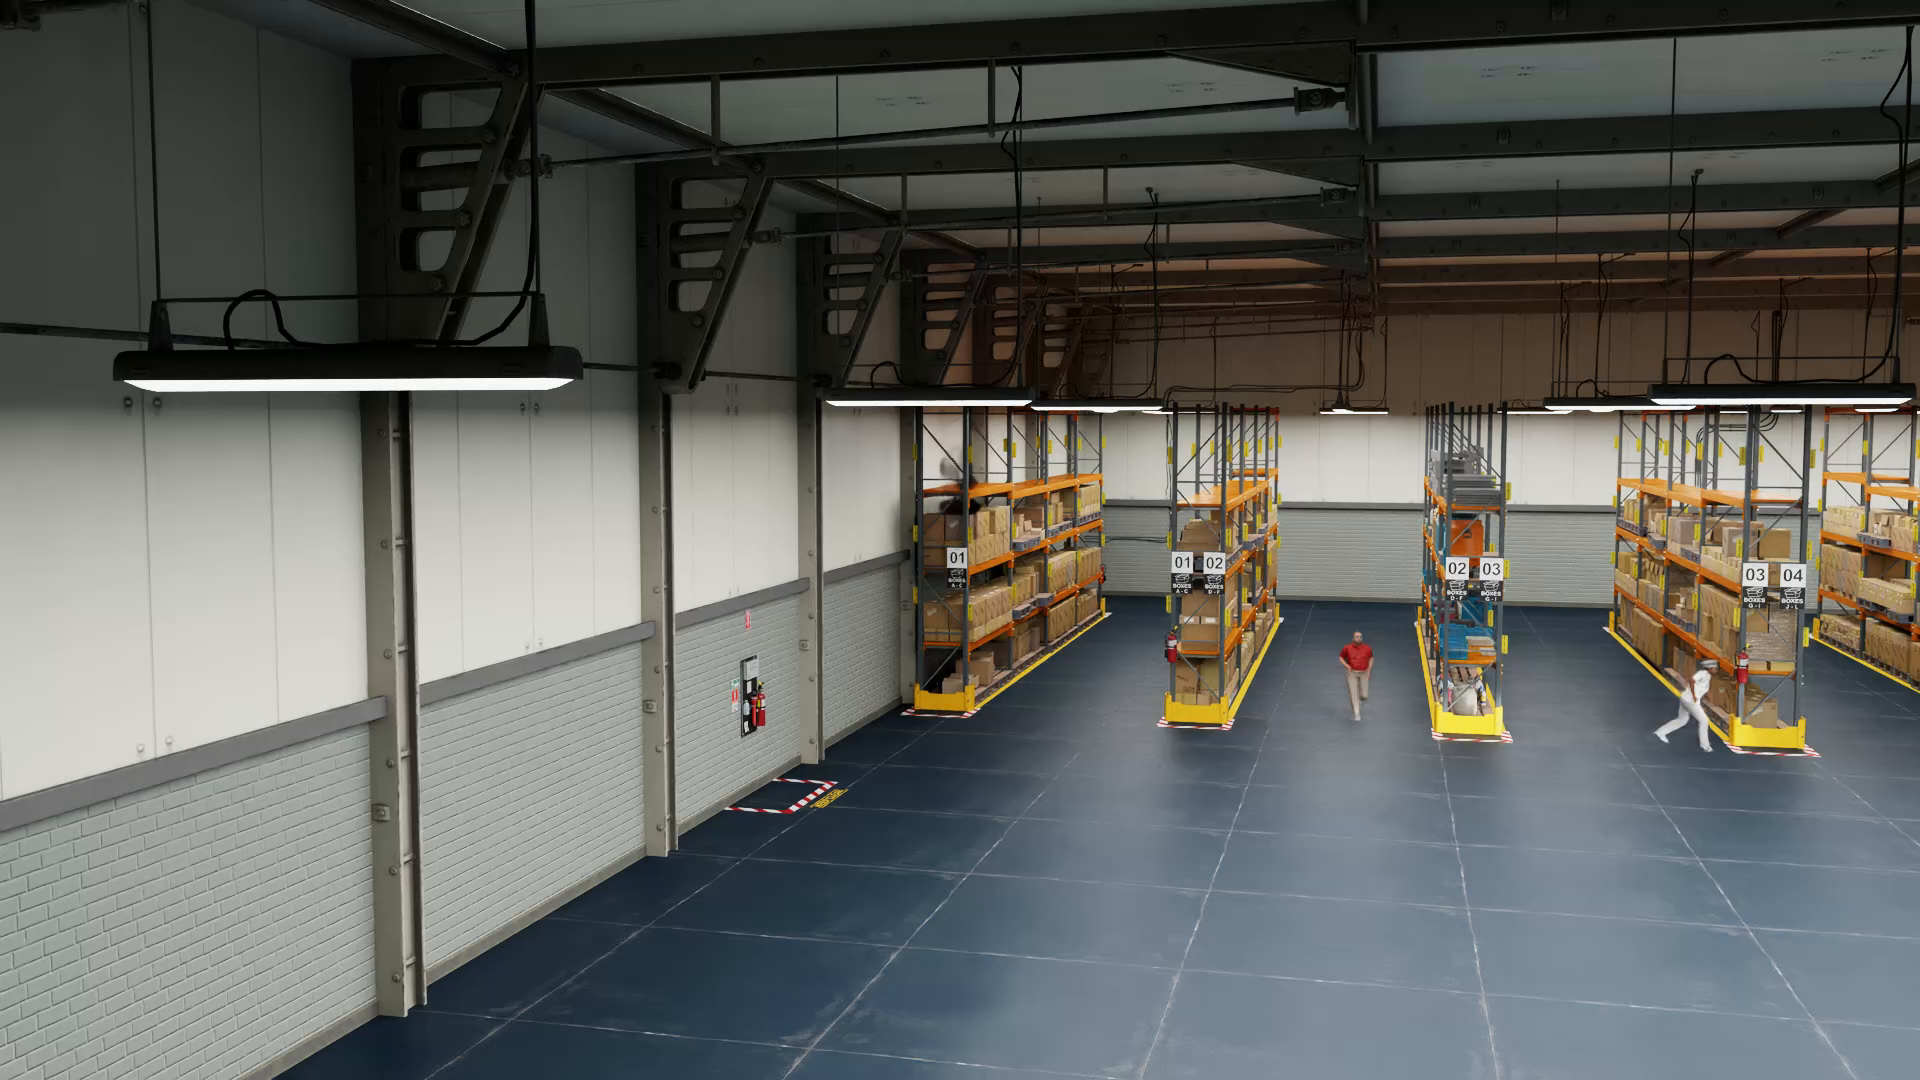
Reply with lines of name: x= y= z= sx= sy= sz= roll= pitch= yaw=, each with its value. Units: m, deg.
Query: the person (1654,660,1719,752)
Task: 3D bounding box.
person: x=12.480 y=2.845 z=28.571 sx=0.989 sy=1.626 sz=0.614 roll=2 pitch=5 yaw=22

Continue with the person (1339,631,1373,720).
person: x=7.526 y=2.565 z=31.544 sx=0.651 sy=1.676 sz=0.595 roll=0 pitch=4 yaw=3
